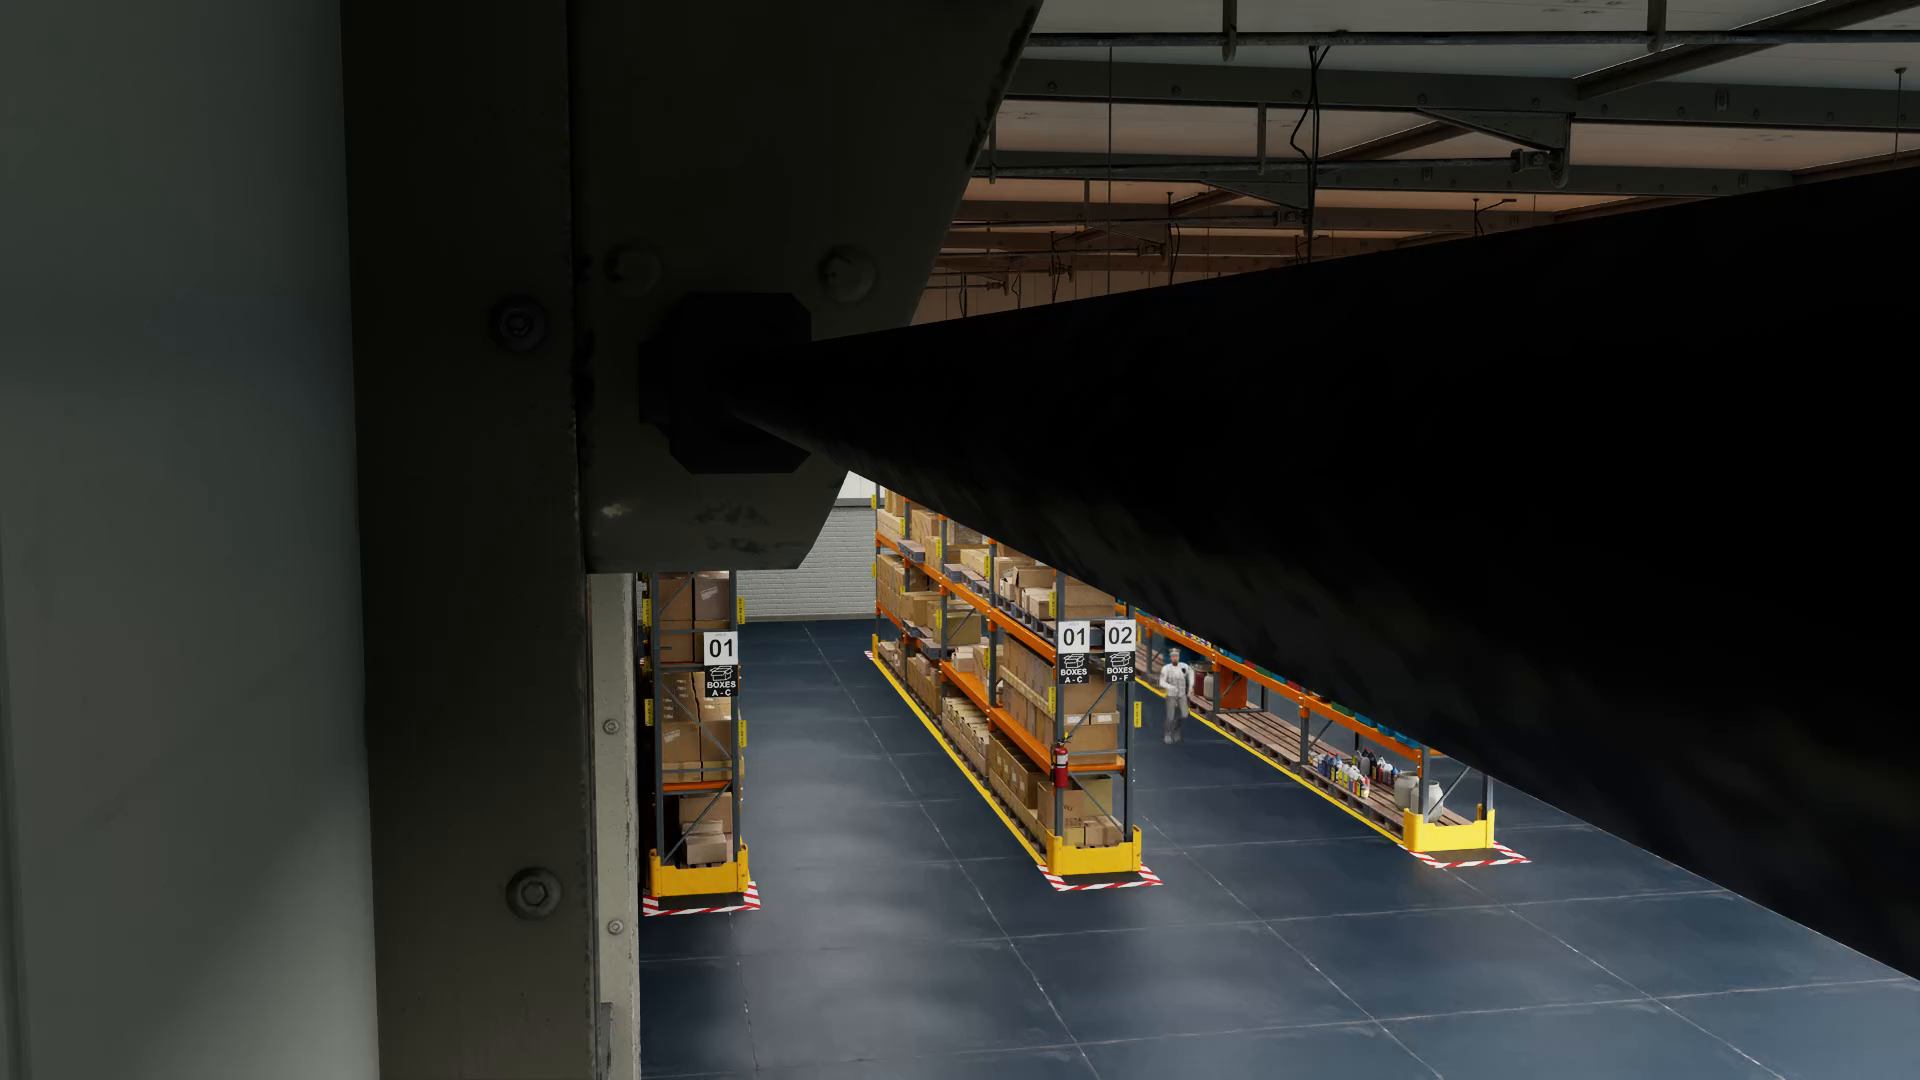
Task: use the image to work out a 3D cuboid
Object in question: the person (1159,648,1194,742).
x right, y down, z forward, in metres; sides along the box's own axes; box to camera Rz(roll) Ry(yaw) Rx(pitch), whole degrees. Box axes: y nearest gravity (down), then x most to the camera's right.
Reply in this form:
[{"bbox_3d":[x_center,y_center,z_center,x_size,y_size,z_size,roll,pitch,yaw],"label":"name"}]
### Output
[{"bbox_3d":[3.652,2.618,27.977,0.631,1.650,0.780,0,6,-3],"label":"person"}]
